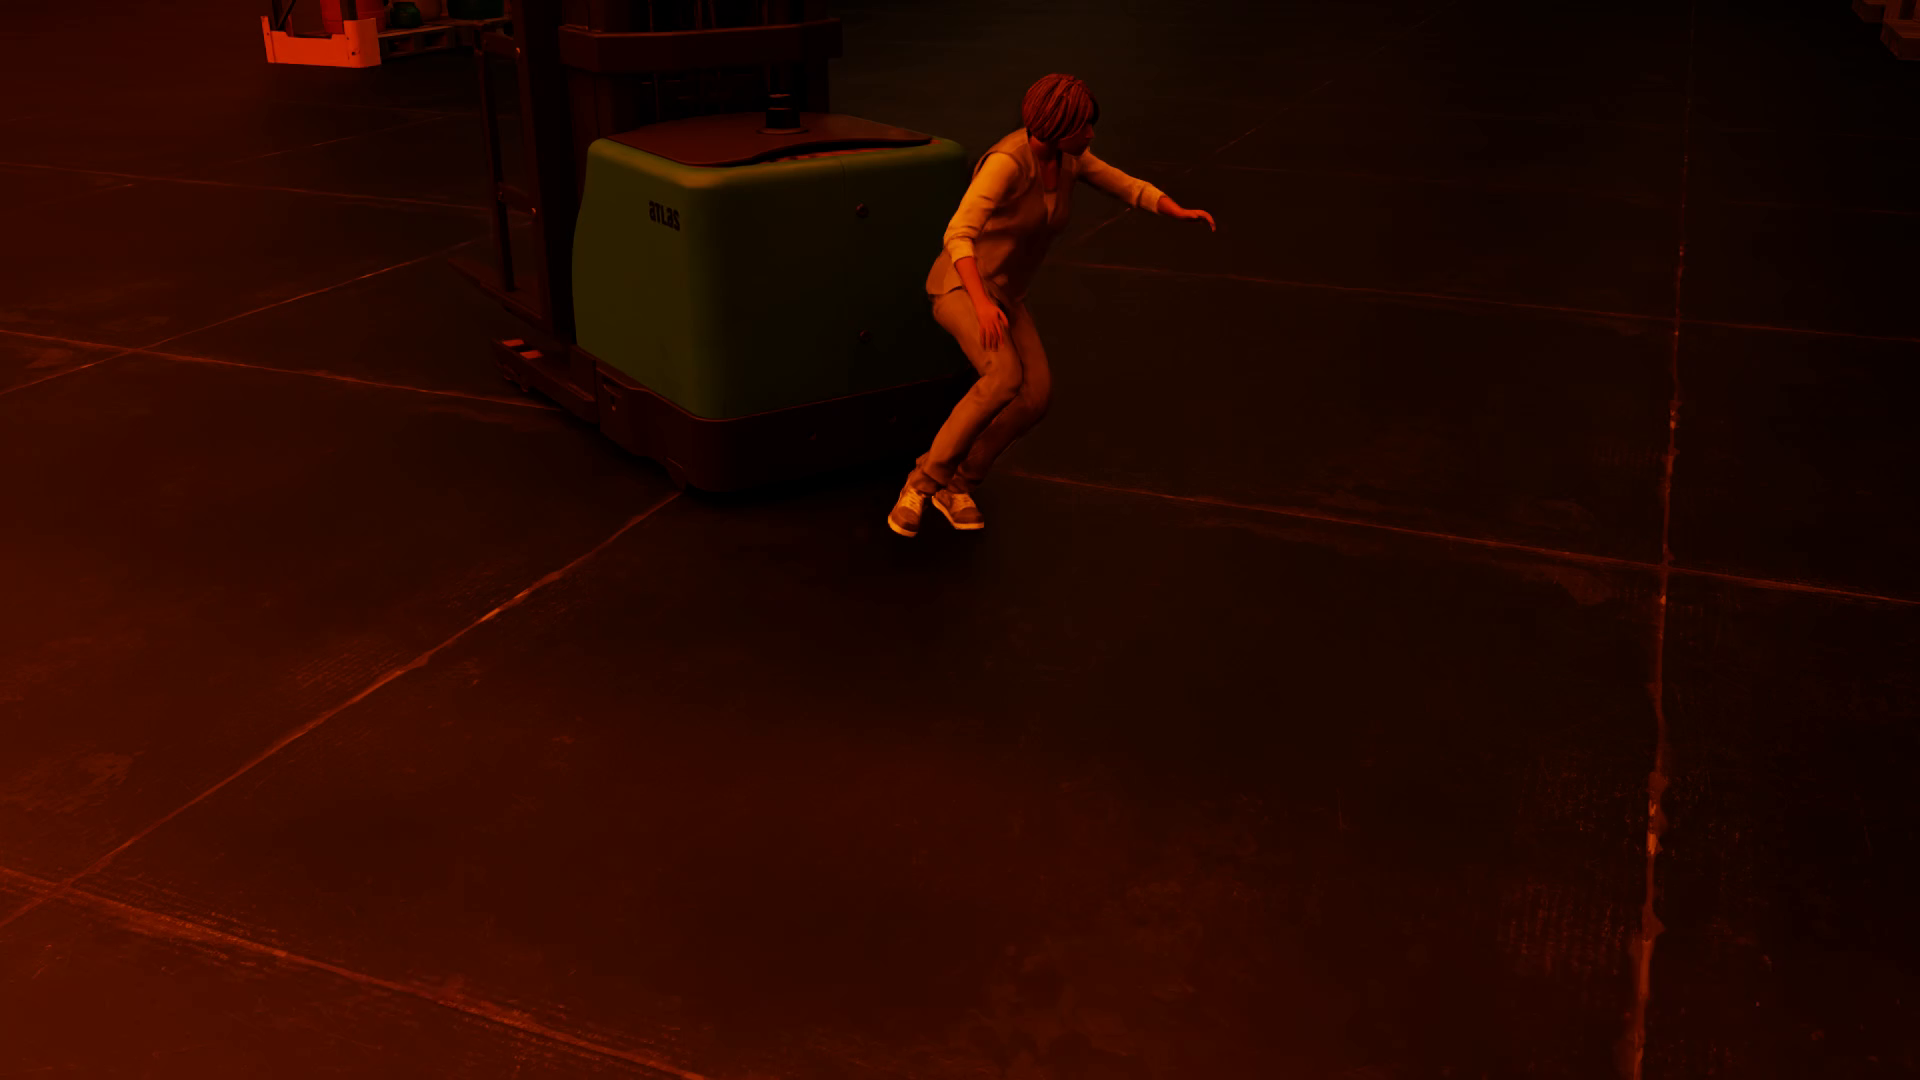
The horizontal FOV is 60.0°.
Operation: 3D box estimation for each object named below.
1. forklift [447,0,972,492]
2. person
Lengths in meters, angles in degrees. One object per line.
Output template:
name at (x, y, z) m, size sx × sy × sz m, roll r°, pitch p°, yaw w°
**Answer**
forklift at (-1.204, -2.016, 6.115) m, size 1.130 × 2.935 × 3.031 m, roll -15°, pitch 27°, yaw -31°
person at (0.208, -0.668, 4.951) m, size 0.849 × 1.363 × 1.026 m, roll 15°, pitch 27°, yaw 32°
